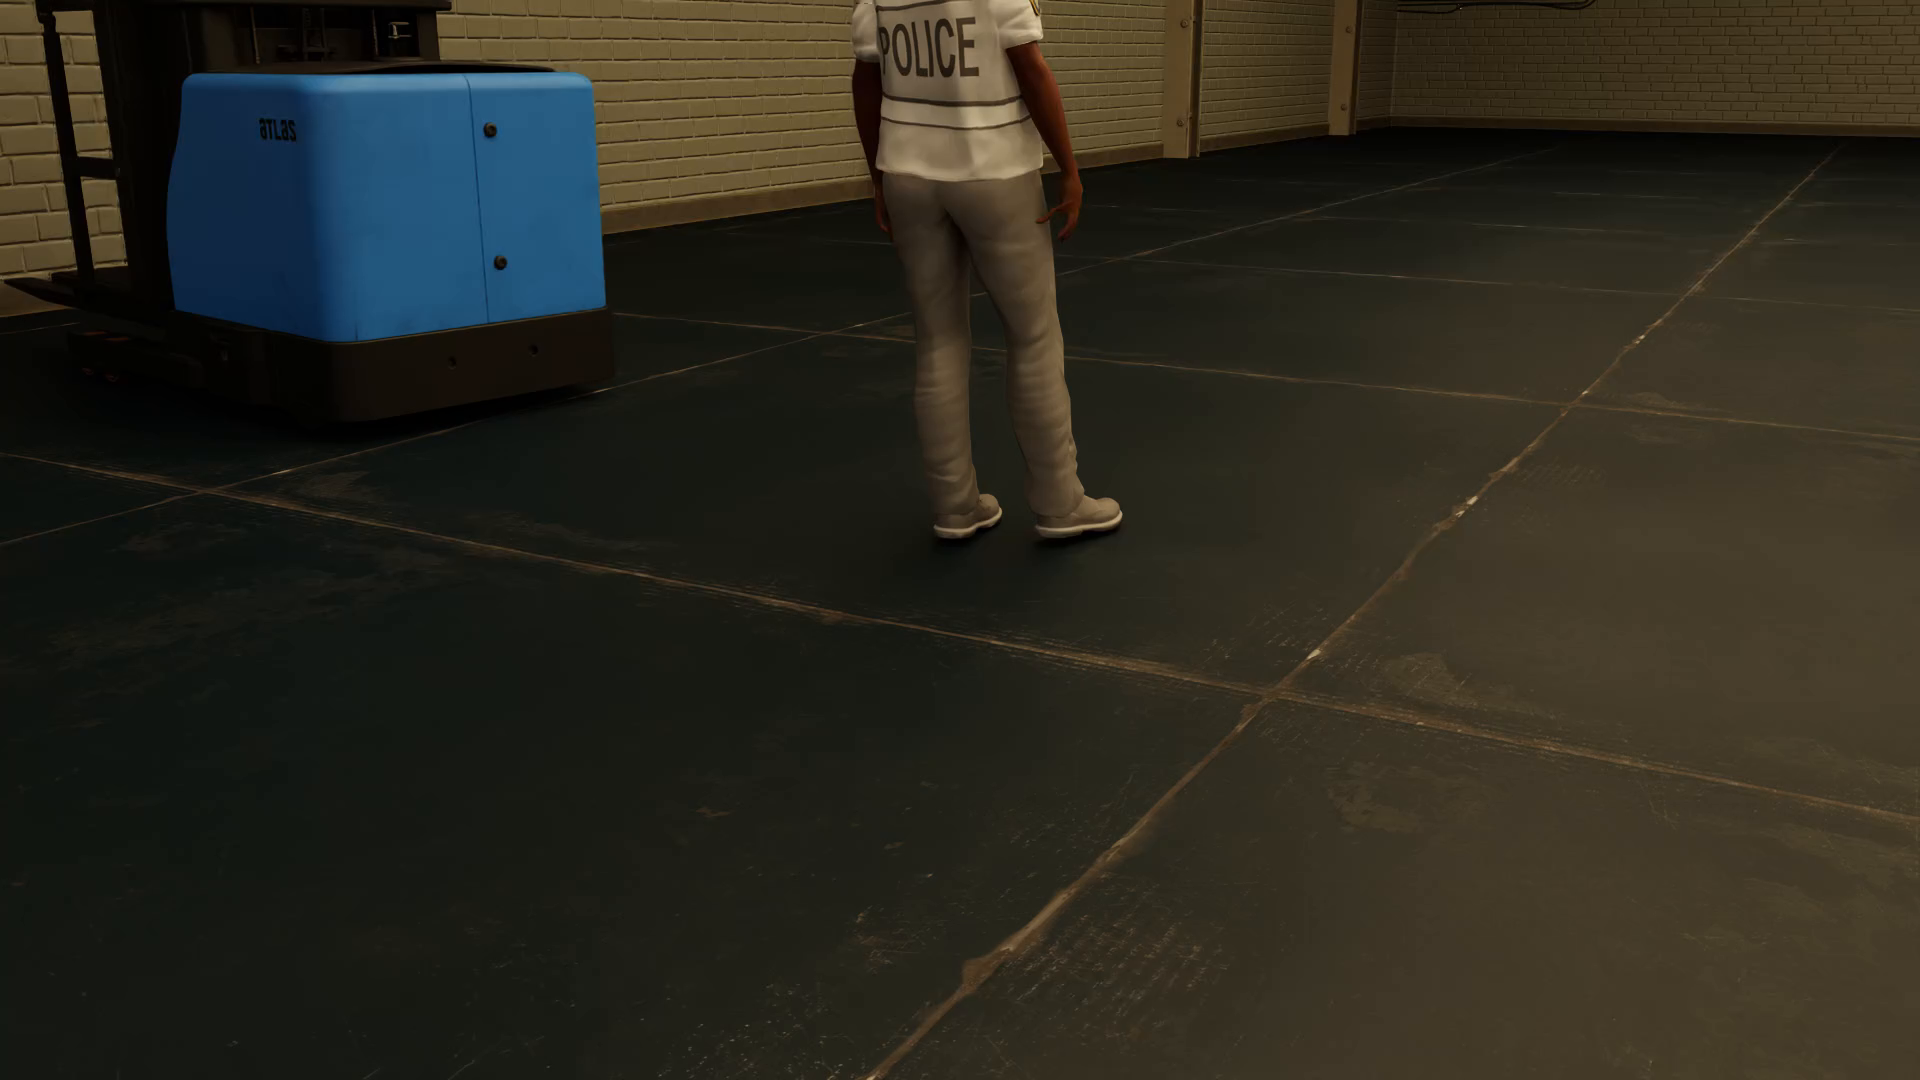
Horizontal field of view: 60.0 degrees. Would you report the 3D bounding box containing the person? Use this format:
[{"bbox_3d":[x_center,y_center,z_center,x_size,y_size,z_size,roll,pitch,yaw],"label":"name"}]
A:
[{"bbox_3d":[0.054,-0.836,3.853,0.570,1.697,0.528,9,19,28],"label":"person"}]

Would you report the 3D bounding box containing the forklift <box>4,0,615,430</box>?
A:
[{"bbox_3d":[-2.625,-2.068,5.876,3.031,2.935,1.130,14,21,39],"label":"forklift"}]
